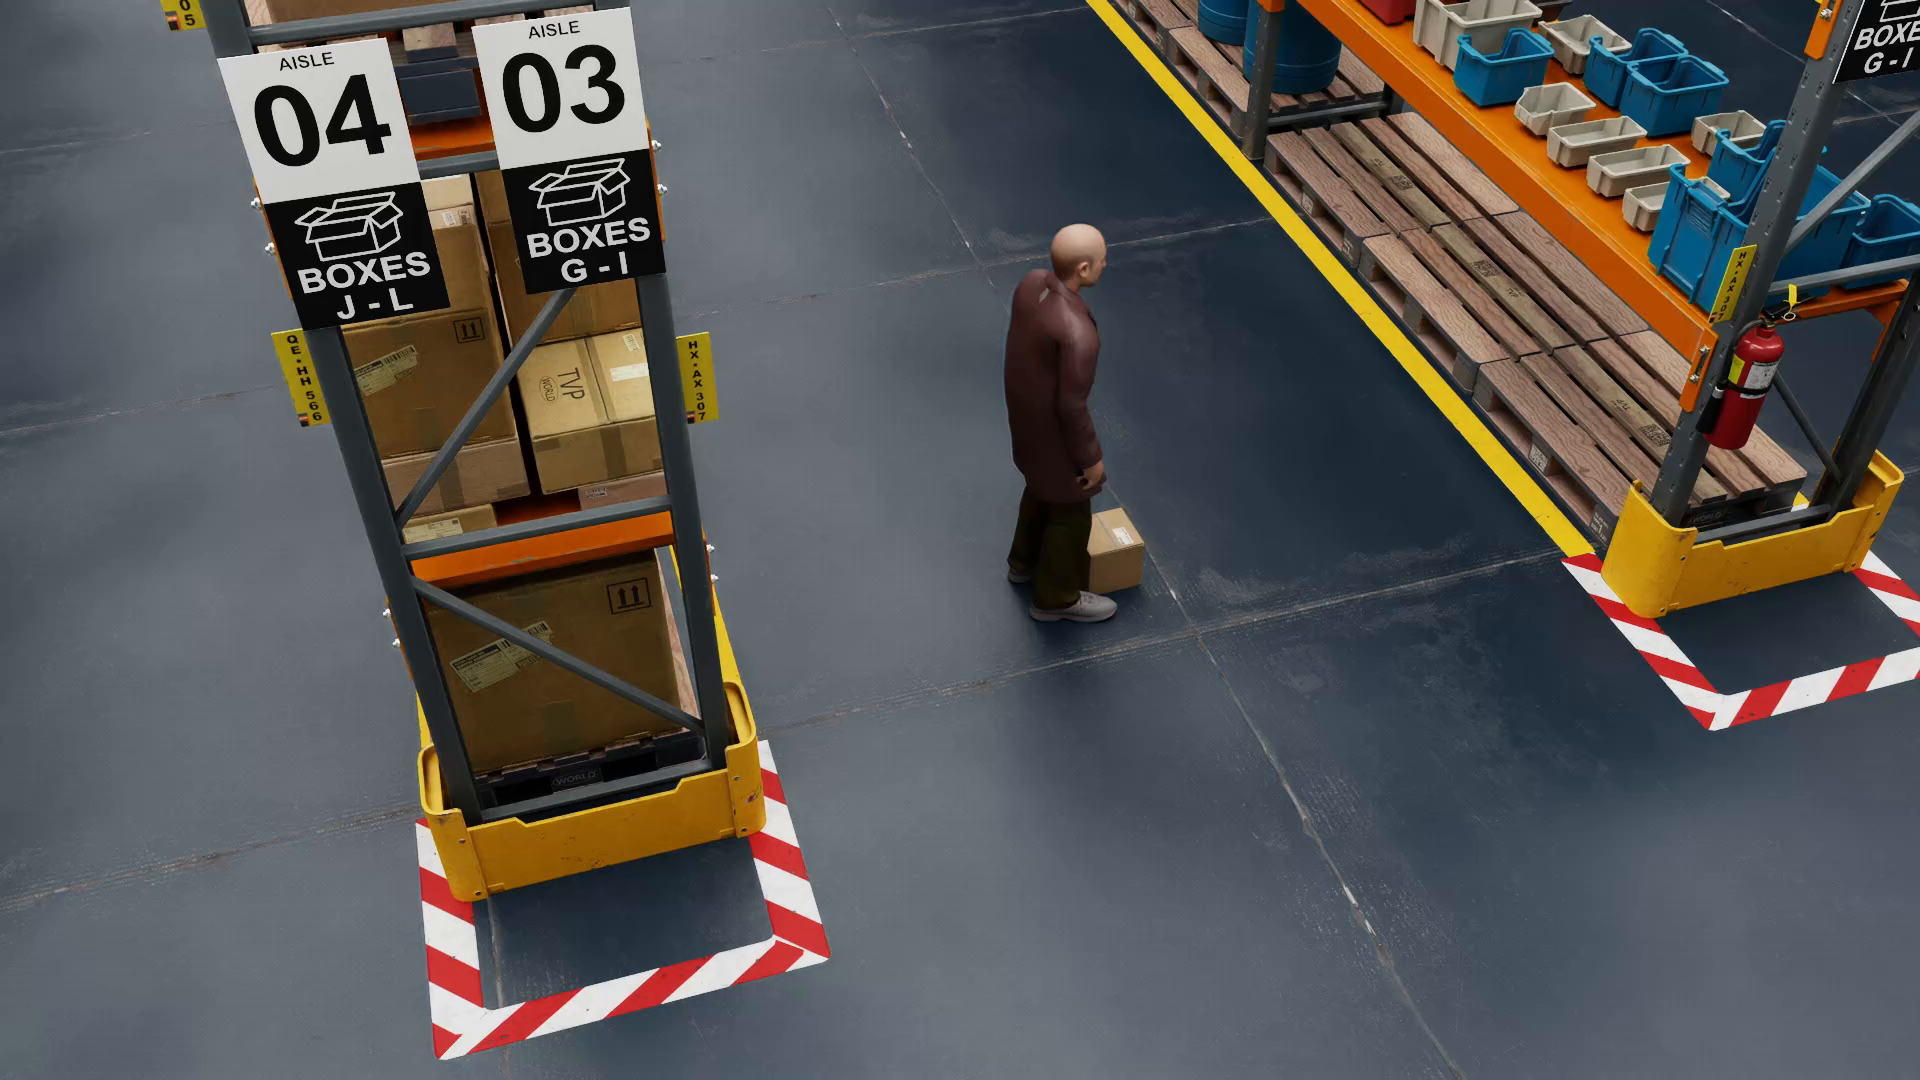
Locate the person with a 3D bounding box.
[{"bbox_3d":[0.394,-0.466,6.695,0.416,1.774,0.653,-13,43,-14],"label":"person"}]
